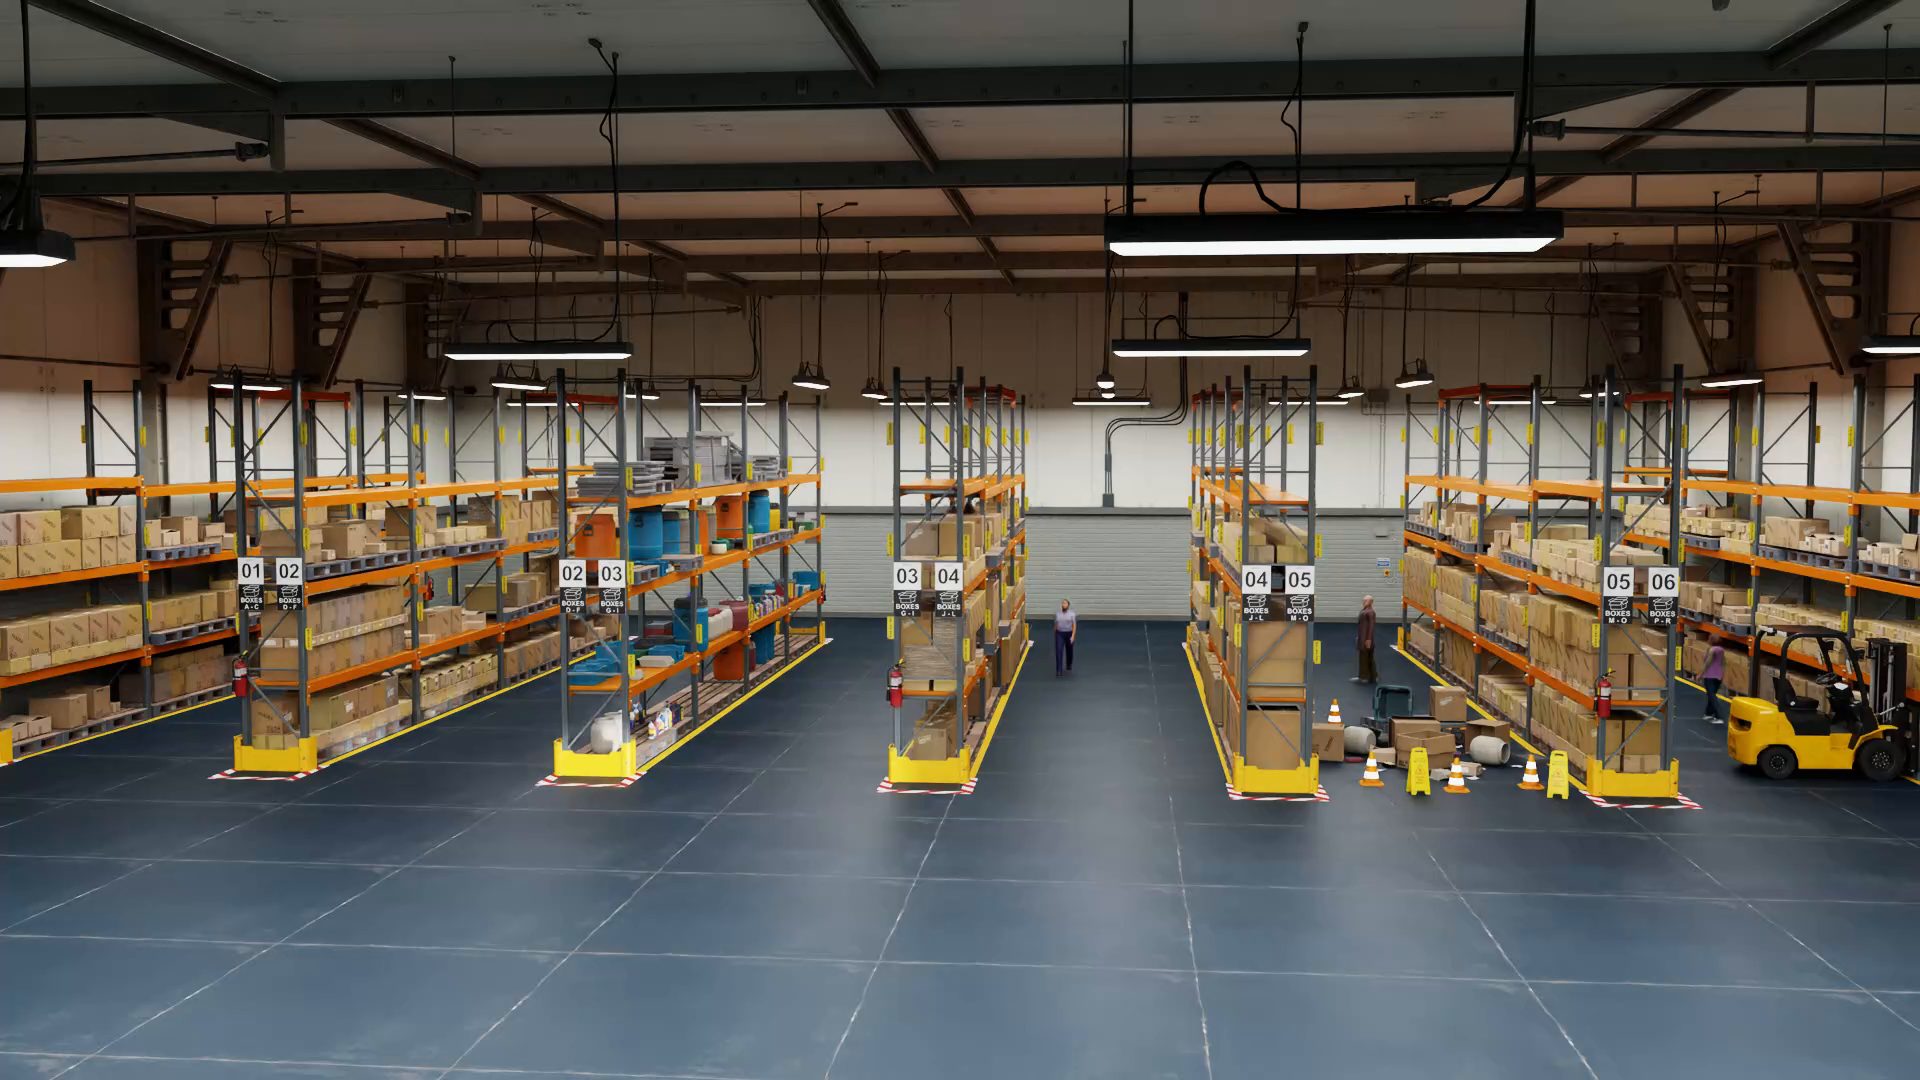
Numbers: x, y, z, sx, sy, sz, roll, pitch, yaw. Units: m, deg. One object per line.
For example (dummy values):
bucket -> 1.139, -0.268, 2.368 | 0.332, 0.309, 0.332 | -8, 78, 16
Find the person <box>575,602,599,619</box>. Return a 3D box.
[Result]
person -> -9.424, 1.509, 42.072 | 0.889, 1.748, 0.521 | -2, 4, -23

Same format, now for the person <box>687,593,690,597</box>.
person -> -6.079, 1.784, 38.526 | 0.532, 1.653, 0.484 | 1, 4, 19

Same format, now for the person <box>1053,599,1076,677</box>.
person -> 2.197, 2.035, 34.886 | 0.482, 1.585, 0.952 | 0, 4, 1

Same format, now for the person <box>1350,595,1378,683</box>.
person -> 8.272, 2.013, 33.911 | 0.524, 1.776, 0.598 | 2, 4, 25

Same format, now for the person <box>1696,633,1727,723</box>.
person -> 13.095, 2.401, 28.961 | 0.501, 1.578, 0.841 | 0, 4, -6
